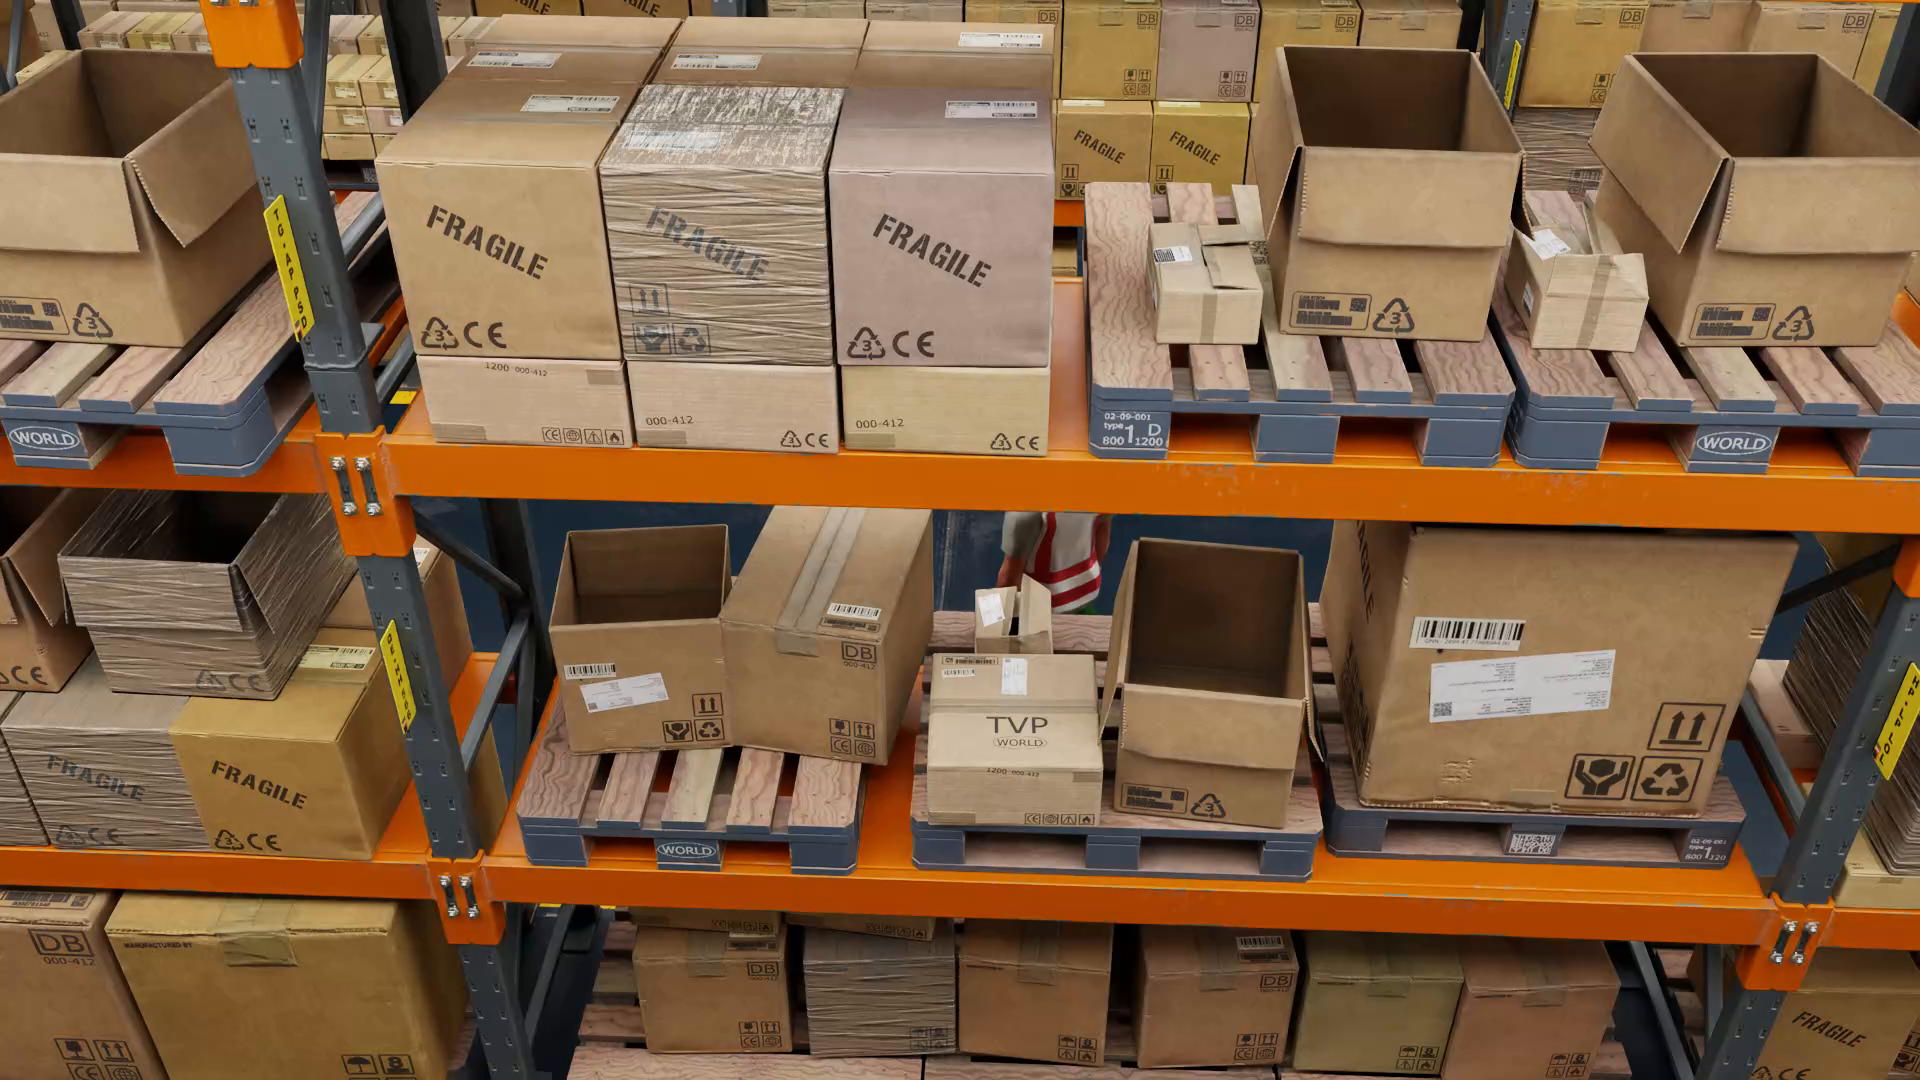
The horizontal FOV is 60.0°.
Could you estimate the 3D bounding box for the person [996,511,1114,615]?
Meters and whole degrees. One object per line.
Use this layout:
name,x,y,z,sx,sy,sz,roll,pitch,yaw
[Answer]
person,0.343,0.225,6.735,0.593,1.791,0.453,-21,40,-27
